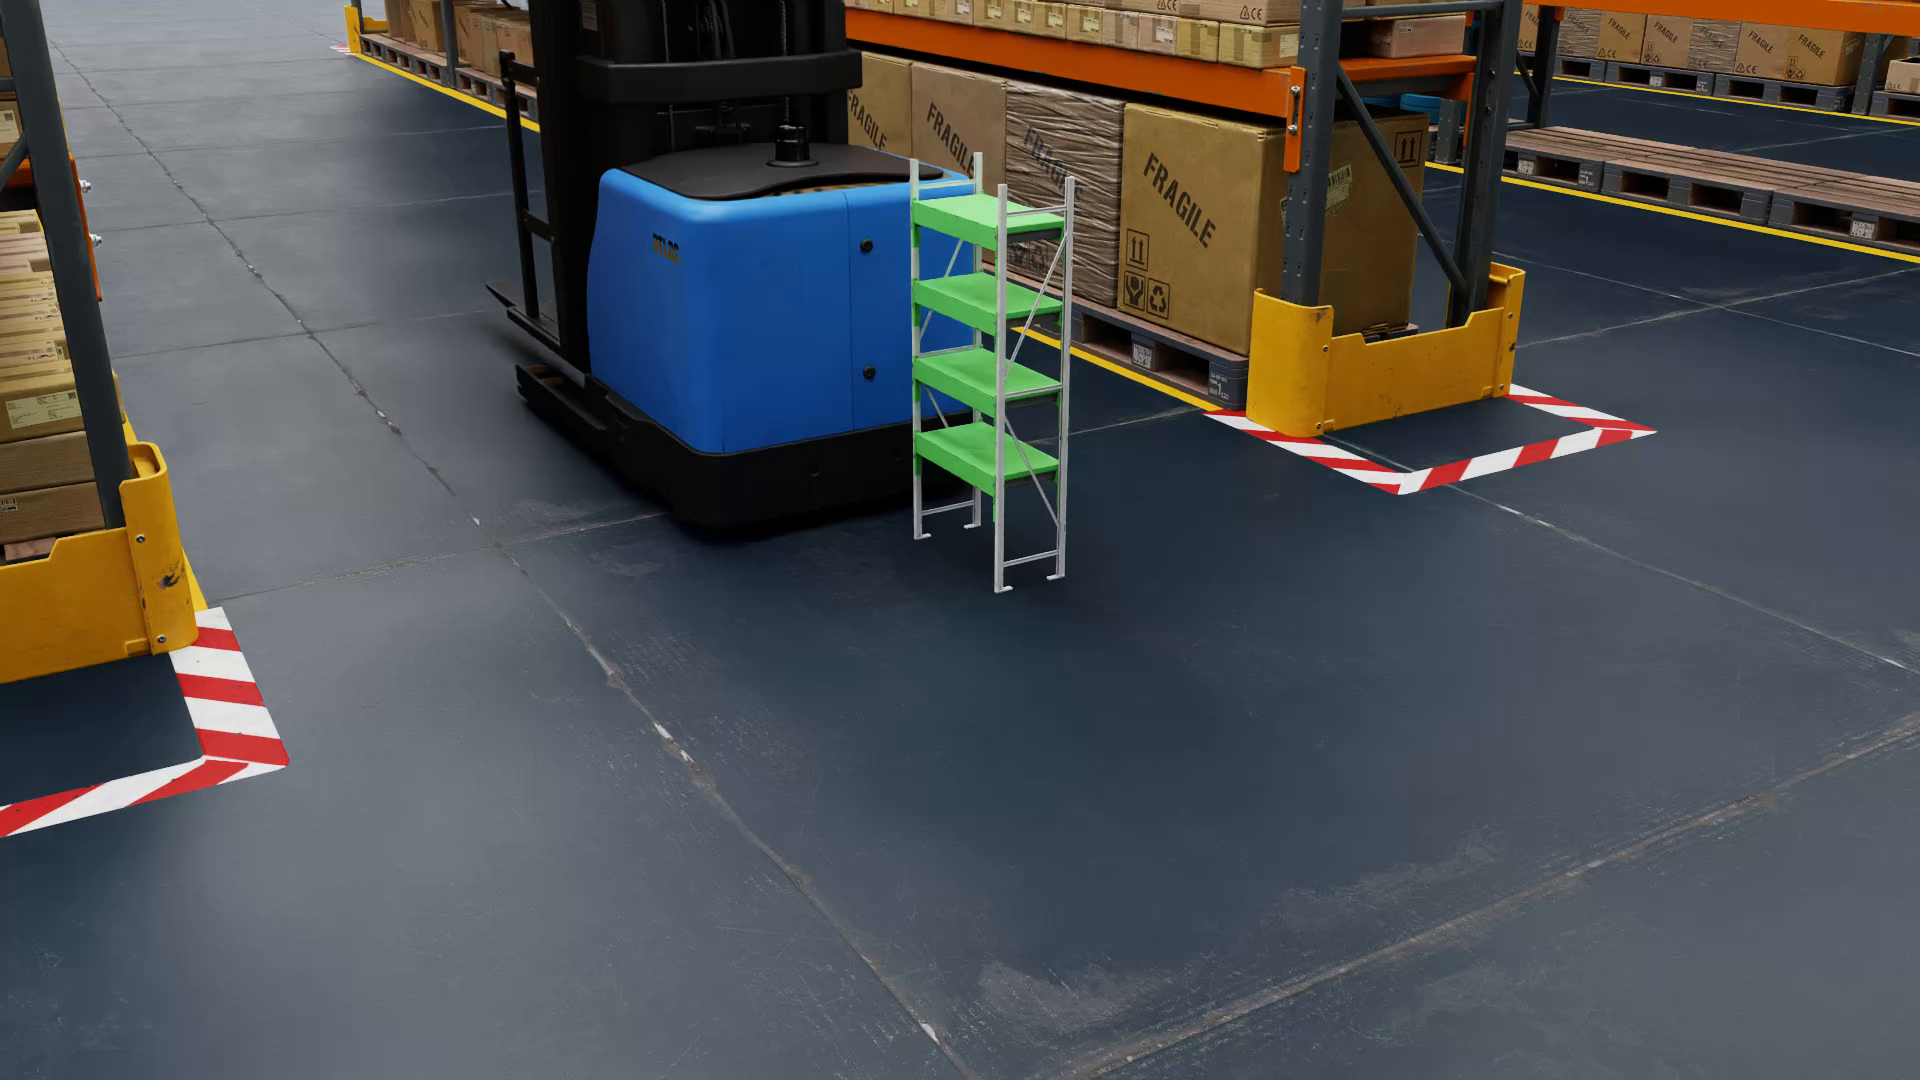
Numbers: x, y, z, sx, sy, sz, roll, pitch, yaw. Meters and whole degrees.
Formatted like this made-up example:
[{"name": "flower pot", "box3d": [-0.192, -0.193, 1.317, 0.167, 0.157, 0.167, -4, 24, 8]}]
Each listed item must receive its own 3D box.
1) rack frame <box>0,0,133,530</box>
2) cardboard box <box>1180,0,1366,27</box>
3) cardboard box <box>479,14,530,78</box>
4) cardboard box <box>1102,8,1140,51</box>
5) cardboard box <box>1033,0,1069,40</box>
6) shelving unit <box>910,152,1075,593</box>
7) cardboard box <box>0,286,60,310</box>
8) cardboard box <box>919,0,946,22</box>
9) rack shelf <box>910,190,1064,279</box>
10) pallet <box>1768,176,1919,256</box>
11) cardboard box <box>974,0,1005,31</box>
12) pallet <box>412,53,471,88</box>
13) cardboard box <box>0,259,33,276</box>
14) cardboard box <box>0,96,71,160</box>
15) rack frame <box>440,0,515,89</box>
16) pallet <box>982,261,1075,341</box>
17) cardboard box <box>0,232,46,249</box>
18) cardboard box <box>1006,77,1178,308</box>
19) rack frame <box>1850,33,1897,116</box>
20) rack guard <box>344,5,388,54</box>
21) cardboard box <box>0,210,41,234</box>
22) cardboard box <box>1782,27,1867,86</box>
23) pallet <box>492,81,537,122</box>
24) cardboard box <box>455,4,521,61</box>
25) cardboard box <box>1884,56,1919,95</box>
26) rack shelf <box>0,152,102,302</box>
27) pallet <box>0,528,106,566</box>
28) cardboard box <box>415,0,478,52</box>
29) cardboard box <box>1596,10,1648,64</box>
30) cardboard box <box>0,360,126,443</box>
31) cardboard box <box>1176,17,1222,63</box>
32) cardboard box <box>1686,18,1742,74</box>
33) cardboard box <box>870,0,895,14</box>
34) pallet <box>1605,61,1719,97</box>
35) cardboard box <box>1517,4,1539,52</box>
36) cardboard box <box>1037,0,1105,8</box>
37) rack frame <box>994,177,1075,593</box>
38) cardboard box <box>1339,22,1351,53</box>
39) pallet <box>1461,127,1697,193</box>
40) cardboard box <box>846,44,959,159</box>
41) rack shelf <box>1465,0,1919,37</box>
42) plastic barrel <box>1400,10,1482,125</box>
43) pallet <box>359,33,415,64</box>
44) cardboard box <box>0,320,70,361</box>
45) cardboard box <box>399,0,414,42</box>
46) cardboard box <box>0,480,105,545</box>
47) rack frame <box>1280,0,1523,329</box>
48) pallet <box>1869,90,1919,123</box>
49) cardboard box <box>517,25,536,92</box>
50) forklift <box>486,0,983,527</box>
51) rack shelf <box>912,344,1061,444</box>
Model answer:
[{"name": "rack frame", "box3d": [-2.647, -1.018, 3.832, 1.000, 3.000, 0.127, -13, 25, -28]}, {"name": "cardboard box", "box3d": [1.192, -2.113, 6.331, 0.500, 0.250, 0.500, -13, 26, -29]}, {"name": "cardboard box", "box3d": [-3.939, -4.509, 15.155, 0.700, 0.500, 0.500, -13, 25, -29]}, {"name": "cardboard box", "box3d": [0.814, -2.121, 6.880, 0.380, 0.149, 0.250, -12, 25, -27]}, {"name": "cardboard box", "box3d": [0.547, -2.289, 7.293, 0.380, 0.149, 0.250, -13, 25, -28]}, {"name": "shelving unit", "box3d": [0.085, -0.502, 4.954, 0.258, 1.200, 0.503, -13, 25, -28]}, {"name": "cardboard box", "box3d": [-3.217, -0.730, 5.563, 0.380, 0.149, 0.250, -12, 25, -26]}, {"name": "cardboard box", "box3d": [0.026, -2.620, 8.108, 0.380, 0.149, 0.250, -13, 25, -29]}, {"name": "rack shelf", "box3d": [0.085, -0.888, 4.797, 0.258, 0.148, 0.480, -13, 25, -28]}, {"name": "pallet", "box3d": [5.538, -1.874, 9.643, 1.003, 0.211, 1.213, -13, 25, -28]}, {"name": "cardboard box", "box3d": [0.288, -2.454, 7.698, 0.380, 0.149, 0.250, -13, 26, -30]}, {"name": "pallet", "box3d": [-4.835, -4.742, 16.699, 1.003, 0.211, 1.213, -13, 25, -28]}, {"name": "cardboard box", "box3d": [-3.523, -0.887, 5.949, 0.380, 0.149, 0.250, -13, 25, -28]}, {"name": "cardboard box", "box3d": [-2.531, -1.069, 4.292, 0.380, 0.149, 0.250, -13, 25, -29]}, {"name": "rack frame", "box3d": [-4.462, -5.824, 15.656, 1.000, 3.000, 0.127, -13, 25, -28]}, {"name": "pallet", "box3d": [0.573, -1.286, 8.194, 1.003, 0.211, 1.213, -13, 25, -28]}, {"name": "cardboard box", "box3d": [-3.704, -1.074, 6.408, 0.380, 0.149, 0.250, -14, 26, -31]}, {"name": "cardboard box", "box3d": [0.808, -1.636, 7.616, 0.875, 0.875, 0.875, -13, 25, -28]}, {"name": "rack frame", "box3d": [8.143, -5.138, 13.969, 1.000, 3.000, 0.127, -13, 25, -28]}, {"name": "rack guard", "box3d": [-6.466, -5.936, 19.251, 1.175, 0.500, 0.348, -13, 25, -28]}, {"name": "cardboard box", "box3d": [-3.987, -1.243, 6.823, 0.380, 0.149, 0.250, -13, 25, -29]}, {"name": "cardboard box", "box3d": [7.645, -4.289, 14.614, 0.500, 0.500, 0.500, -13, 25, -29]}, {"name": "pallet", "box3d": [-3.435, -3.885, 14.589, 1.003, 0.211, 1.213, -13, 25, -28]}, {"name": "cardboard box", "box3d": [-4.632, -4.997, 16.385, 0.500, 0.500, 0.500, -13, 26, -30]}, {"name": "cardboard box", "box3d": [8.172, -3.919, 13.956, 0.500, 0.311, 0.500, -13, 25, -28]}, {"name": "rack shelf", "box3d": [-3.669, -1.332, 5.560, 1.077, 0.370, 4.000, -13, 25, -28]}, {"name": "pallet", "box3d": [-3.071, -0.020, 5.081, 1.003, 0.211, 1.213, -13, 25, -28]}, {"name": "cardboard box", "box3d": [-5.315, -5.367, 17.294, 0.500, 0.500, 0.500, -15, 27, -33]}, {"name": "cardboard box", "box3d": [6.611, -4.945, 16.229, 0.500, 0.500, 0.500, -13, 25, -29]}, {"name": "cardboard box", "box3d": [-2.623, -0.402, 4.756, 0.380, 0.149, 0.250, -14, 26, -31]}, {"name": "cardboard box", "box3d": [1.069, -1.958, 6.480, 0.380, 0.149, 0.250, -12, 25, -28]}, {"name": "cardboard box", "box3d": [7.144, -4.613, 15.412, 0.500, 0.500, 0.500, -12, 25, -28]}, {"name": "cardboard box", "box3d": [-0.241, -2.788, 8.520, 0.380, 0.149, 0.250, -12, 25, -27]}, {"name": "pallet", "box3d": [7.068, -4.498, 16.097, 1.003, 0.211, 1.213, -13, 25, -28]}, {"name": "cardboard box", "box3d": [6.087, -5.276, 17.045, 0.500, 0.500, 0.500, -11, 25, -26]}, {"name": "cardboard box", "box3d": [0.674, -2.442, 7.141, 0.500, 0.250, 0.500, -14, 26, -30]}, {"name": "rack frame", "box3d": [0.209, -0.423, 4.759, 0.240, 1.200, 0.015, -13, 25, -28]}, {"name": "cardboard box", "box3d": [1.638, -2.084, 6.788, 0.380, 0.149, 0.250, -13, 25, -29]}, {"name": "pallet", "box3d": [4.292, -2.664, 11.586, 1.003, 0.211, 1.213, -13, 25, -28]}, {"name": "cardboard box", "box3d": [-0.107, -2.215, 9.042, 0.875, 0.875, 0.875, -13, 25, -28]}, {"name": "rack shelf", "box3d": [4.905, -3.206, 10.171, 1.077, 0.370, 4.000, -13, 25, -28]}, {"name": "plastic barrel", "box3d": [3.620, -3.588, 12.385, 0.600, 0.901, 0.708, -13, 25, -28]}, {"name": "pallet", "box3d": [-6.081, -5.532, 18.642, 1.003, 0.211, 1.213, -13, 25, -28]}, {"name": "cardboard box", "box3d": [-2.886, -0.574, 5.180, 0.380, 0.149, 0.250, -13, 25, -28]}, {"name": "cardboard box", "box3d": [-5.865, -5.763, 18.268, 0.500, 0.500, 0.500, -6, 23, -14]}, {"name": "cardboard box", "box3d": [-2.640, -0.123, 4.858, 0.380, 0.149, 0.250, -12, 25, -27]}, {"name": "rack frame", "box3d": [1.668, -1.939, 6.099, 1.000, 3.000, 0.127, -13, 25, -28]}, {"name": "pallet", "box3d": [8.493, -3.624, 13.947, 1.003, 0.211, 1.213, -13, 25, -28]}, {"name": "cardboard box", "box3d": [-3.368, -4.147, 14.266, 0.700, 0.500, 0.500, -10, 24, -24]}, {"name": "forklift", "box3d": [-1.109, -1.906, 6.109, 1.130, 2.935, 3.031, -13, 25, -28]}, {"name": "rack shelf", "box3d": [0.085, -0.443, 4.978, 0.258, 0.148, 0.480, -13, 25, -28]}]
